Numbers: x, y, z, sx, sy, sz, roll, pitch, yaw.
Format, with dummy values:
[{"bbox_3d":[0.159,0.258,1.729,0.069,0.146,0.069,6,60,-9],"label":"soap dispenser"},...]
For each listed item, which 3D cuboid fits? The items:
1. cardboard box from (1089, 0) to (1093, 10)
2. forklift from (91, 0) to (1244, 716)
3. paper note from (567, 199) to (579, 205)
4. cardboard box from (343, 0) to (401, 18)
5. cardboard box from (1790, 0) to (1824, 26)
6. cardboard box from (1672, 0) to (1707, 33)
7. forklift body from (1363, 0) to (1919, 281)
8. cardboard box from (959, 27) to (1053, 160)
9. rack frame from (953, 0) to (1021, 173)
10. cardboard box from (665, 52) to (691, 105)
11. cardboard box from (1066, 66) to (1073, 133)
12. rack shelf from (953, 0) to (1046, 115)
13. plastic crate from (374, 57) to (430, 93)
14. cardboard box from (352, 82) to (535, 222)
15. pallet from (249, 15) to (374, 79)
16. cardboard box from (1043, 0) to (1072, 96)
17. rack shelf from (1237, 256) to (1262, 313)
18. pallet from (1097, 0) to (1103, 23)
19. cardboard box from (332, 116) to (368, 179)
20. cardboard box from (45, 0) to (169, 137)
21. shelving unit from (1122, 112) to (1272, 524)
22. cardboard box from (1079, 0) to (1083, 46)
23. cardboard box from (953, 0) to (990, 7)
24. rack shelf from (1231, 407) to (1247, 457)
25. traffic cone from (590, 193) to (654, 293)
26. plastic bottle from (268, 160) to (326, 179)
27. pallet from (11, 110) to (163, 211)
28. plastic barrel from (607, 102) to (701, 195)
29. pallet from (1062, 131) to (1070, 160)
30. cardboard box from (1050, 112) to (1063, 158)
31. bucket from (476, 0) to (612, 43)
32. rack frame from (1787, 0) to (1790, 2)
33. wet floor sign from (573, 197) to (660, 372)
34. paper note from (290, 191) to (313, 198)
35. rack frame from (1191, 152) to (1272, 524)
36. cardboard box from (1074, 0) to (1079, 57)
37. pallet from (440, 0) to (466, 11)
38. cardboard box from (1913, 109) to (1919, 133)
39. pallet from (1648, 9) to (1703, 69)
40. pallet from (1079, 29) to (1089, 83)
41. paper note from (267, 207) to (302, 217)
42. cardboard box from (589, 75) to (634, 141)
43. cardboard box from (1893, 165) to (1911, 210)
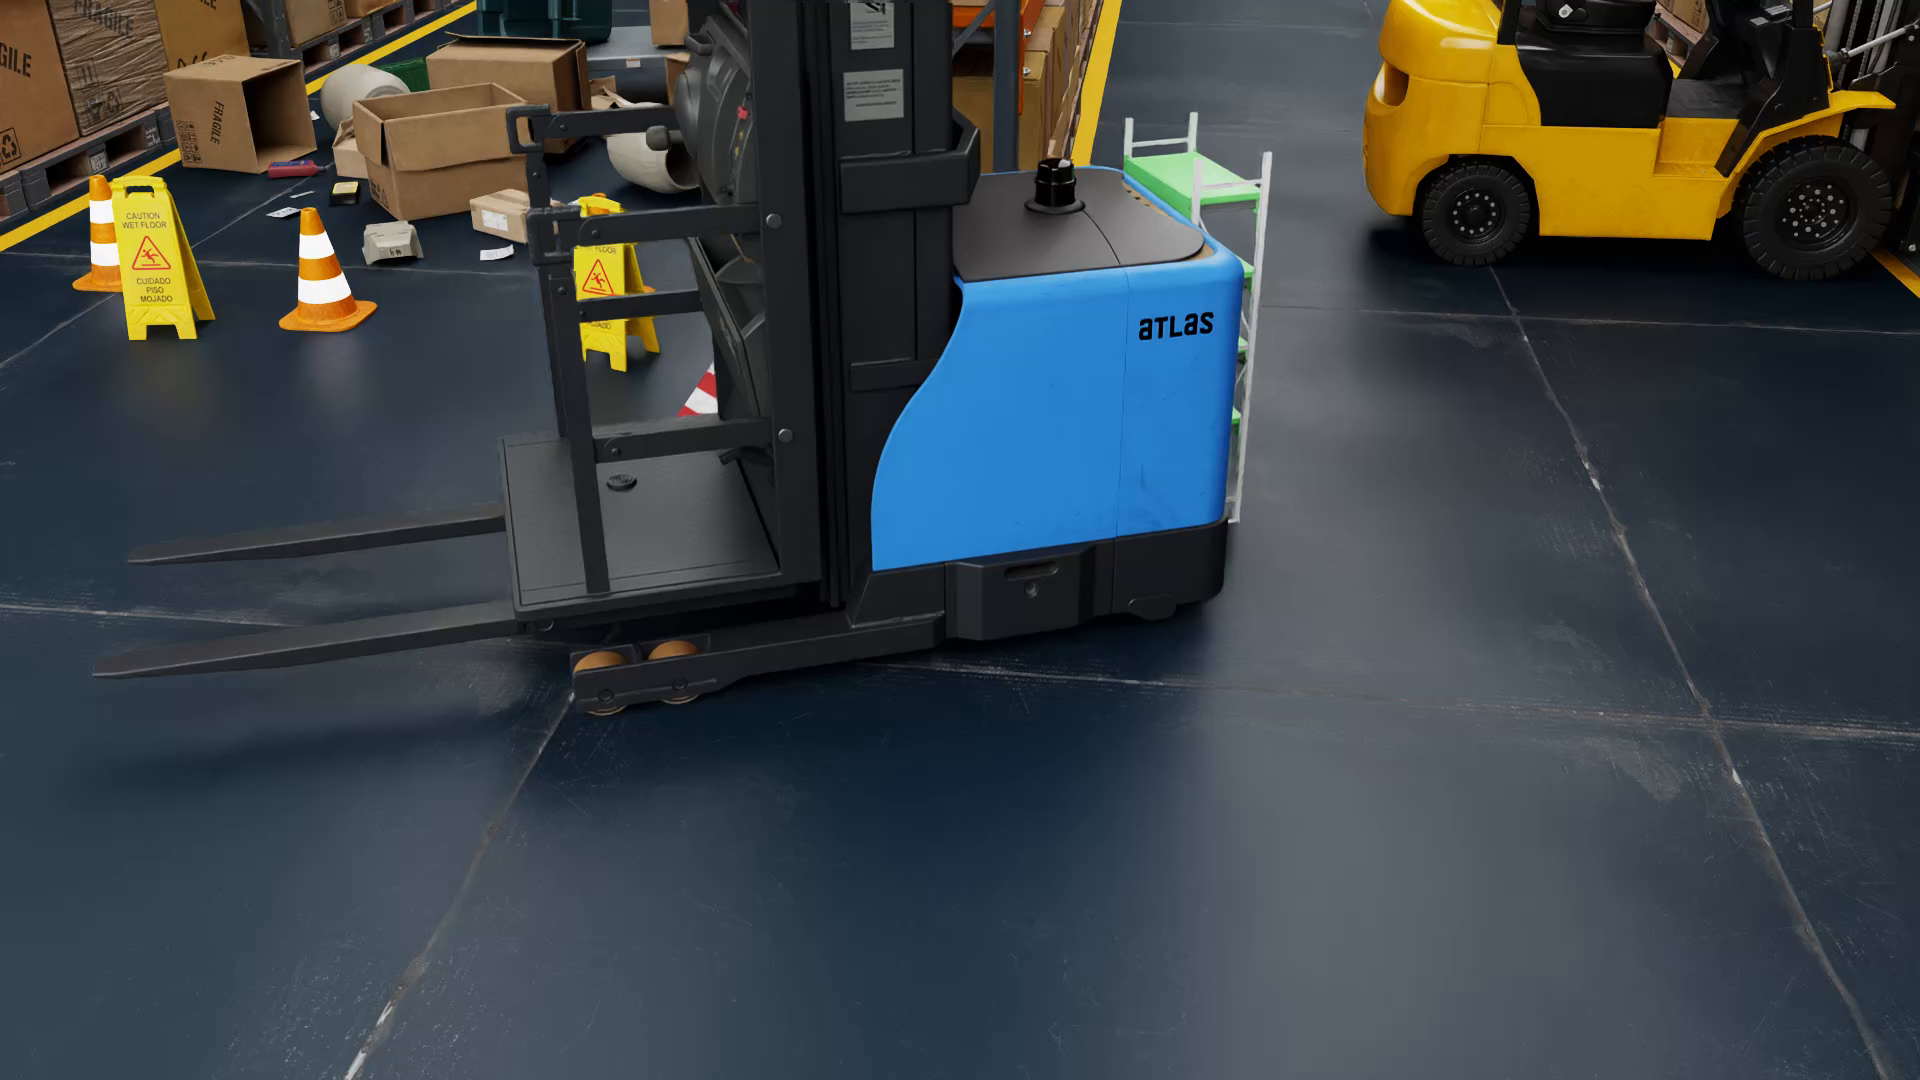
[{"bbox_3d":[0.438,-3.901,11.656,0.950,0.372,0.625,4,29,8],"label":"cardboard box"},{"bbox_3d":[-0.808,-1.106,4.213,3.031,2.935,1.130,-8,29,-14],"label":"forklift"},{"bbox_3d":[-1.889,-1.717,8.416,0.148,0.019,0.142,14,31,24],"label":"paper note"},{"bbox_3d":[-4.608,-4.146,11.712,1.050,0.750,0.750,3,28,6],"label":"cardboard box"},{"bbox_3d":[4.764,-2.878,8.832,0.500,0.250,0.500,3,28,5],"label":"cardboard box"},{"bbox_3d":[5.381,-3.778,11.160,0.875,0.625,0.625,2,28,4],"label":"cardboard box"},{"bbox_3d":[3.067,-2.415,7.465,2.313,2.155,1.214,3,28,6],"label":"forklift body"},{"bbox_3d":[0.154,-2.003,7.470,0.500,0.500,0.500,2,28,4],"label":"cardboard box"},{"bbox_3d":[-0.282,-2.077,5.943,1.000,3.000,0.127,3,28,6],"label":"rack frame"},{"bbox_3d":[-1.273,-2.435,9.240,0.500,0.500,0.500,-24,36,-37],"label":"cardboard box"},{"bbox_3d":[0.347,-2.389,8.978,0.500,0.250,0.500,3,28,5],"label":"cardboard box"},{"bbox_3d":[-0.037,-2.702,7.861,1.077,0.370,4.000,3,28,6],"label":"rack shelf"},{"bbox_3d":[-3.438,-2.829,10.243,0.450,0.188,0.662,9,28,37],"label":"plastic crate"},{"bbox_3d":[-2.579,-1.952,8.342,0.797,0.503,0.637,-17,33,-29],"label":"cardboard box"},{"bbox_3d":[-4.697,-3.340,11.227,1.003,0.211,1.213,3,28,6],"label":"pallet"},{"bbox_3d":[0.280,-2.490,8.376,0.500,0.500,0.500,5,29,9],"label":"cardboard box"},{"bbox_3d":[0.705,-0.836,5.166,0.258,0.148,0.480,-9,30,-16],"label":"rack shelf"},{"bbox_3d":[0.601,-4.247,12.911,1.003,0.211,1.213,3,28,6],"label":"pallet"},{"bbox_3d":[-3.100,-2.080,8.831,0.396,0.266,0.258,8,29,15],"label":"cardboard box"},{"bbox_3d":[-4.970,-2.733,8.958,0.875,0.875,0.875,4,29,7],"label":"cardboard box"},{"bbox_3d":[0.705,-0.681,5.250,0.258,1.200,0.503,-9,30,-16],"label":"shelving unit"},{"bbox_3d":[0.270,-3.235,10.420,0.950,0.372,0.625,4,29,7],"label":"cardboard box"},{"bbox_3d":[-0.035,-2.114,6.277,0.380,0.149,0.250,3,29,6],"label":"cardboard box"},{"bbox_3d":[0.705,-0.414,5.394,0.258,0.148,0.480,-9,30,-16],"label":"rack shelf"},{"bbox_3d":[-1.509,-1.238,7.059,0.336,0.463,0.334,3,28,6],"label":"traffic cone"},{"bbox_3d":[-3.525,-1.976,8.853,0.283,0.061,0.133,-6,29,-11],"label":"plastic bottle"},{"bbox_3d":[-5.035,-2.043,8.820,1.003,0.211,1.213,3,28,6],"label":"pallet"},{"bbox_3d":[-1.531,-2.003,8.522,0.421,0.421,0.512,-24,36,-37],"label":"plastic barrel"},{"bbox_3d":[0.014,-1.838,8.439,1.003,0.211,1.213,3,28,6],"label":"pallet"},{"bbox_3d":[0.216,-1.912,8.093,0.500,0.250,0.500,5,29,10],"label":"cardboard box"},{"bbox_3d":[-2.445,-3.230,9.932,0.726,0.611,0.620,14,21,24],"label":"bucket"},{"bbox_3d":[5.135,-3.673,8.905,1.000,3.000,0.127,3,28,6],"label":"rack frame"},{"bbox_3d":[-1.367,-1.013,6.450,0.267,0.644,0.232,14,31,24],"label":"wet floor sign"},{"bbox_3d":[-3.374,-1.773,8.531,0.032,0.001,0.123,20,34,32],"label":"paper note"},{"bbox_3d":[0.784,-0.572,5.046,0.240,1.200,0.015,-9,30,-16],"label":"rack frame"},{"bbox_3d":[0.402,-2.970,9.266,0.500,0.500,0.500,3,28,5],"label":"cardboard box"},{"bbox_3d":[-4.398,-4.488,13.359,1.003,0.211,1.213,3,28,6],"label":"pallet"},{"bbox_3d":[4.574,-1.947,7.631,0.500,0.250,0.500,3,28,6],"label":"cardboard box"},{"bbox_3d":[5.334,-3.370,11.284,1.003,0.211,1.213,3,28,6],"label":"pallet"},{"bbox_3d":[0.302,-3.099,10.779,1.003,0.211,1.213,3,28,6],"label":"pallet"},{"bbox_3d":[-3.335,-1.629,8.243,0.144,0.017,0.142,14,31,24],"label":"paper note"},{"bbox_3d":[-2.022,-2.497,9.606,0.258,0.266,0.396,-17,33,-29],"label":"cardboard box"},{"bbox_3d":[4.571,-1.718,7.733,0.500,0.250,0.500,4,29,8],"label":"cardboard box"}]
